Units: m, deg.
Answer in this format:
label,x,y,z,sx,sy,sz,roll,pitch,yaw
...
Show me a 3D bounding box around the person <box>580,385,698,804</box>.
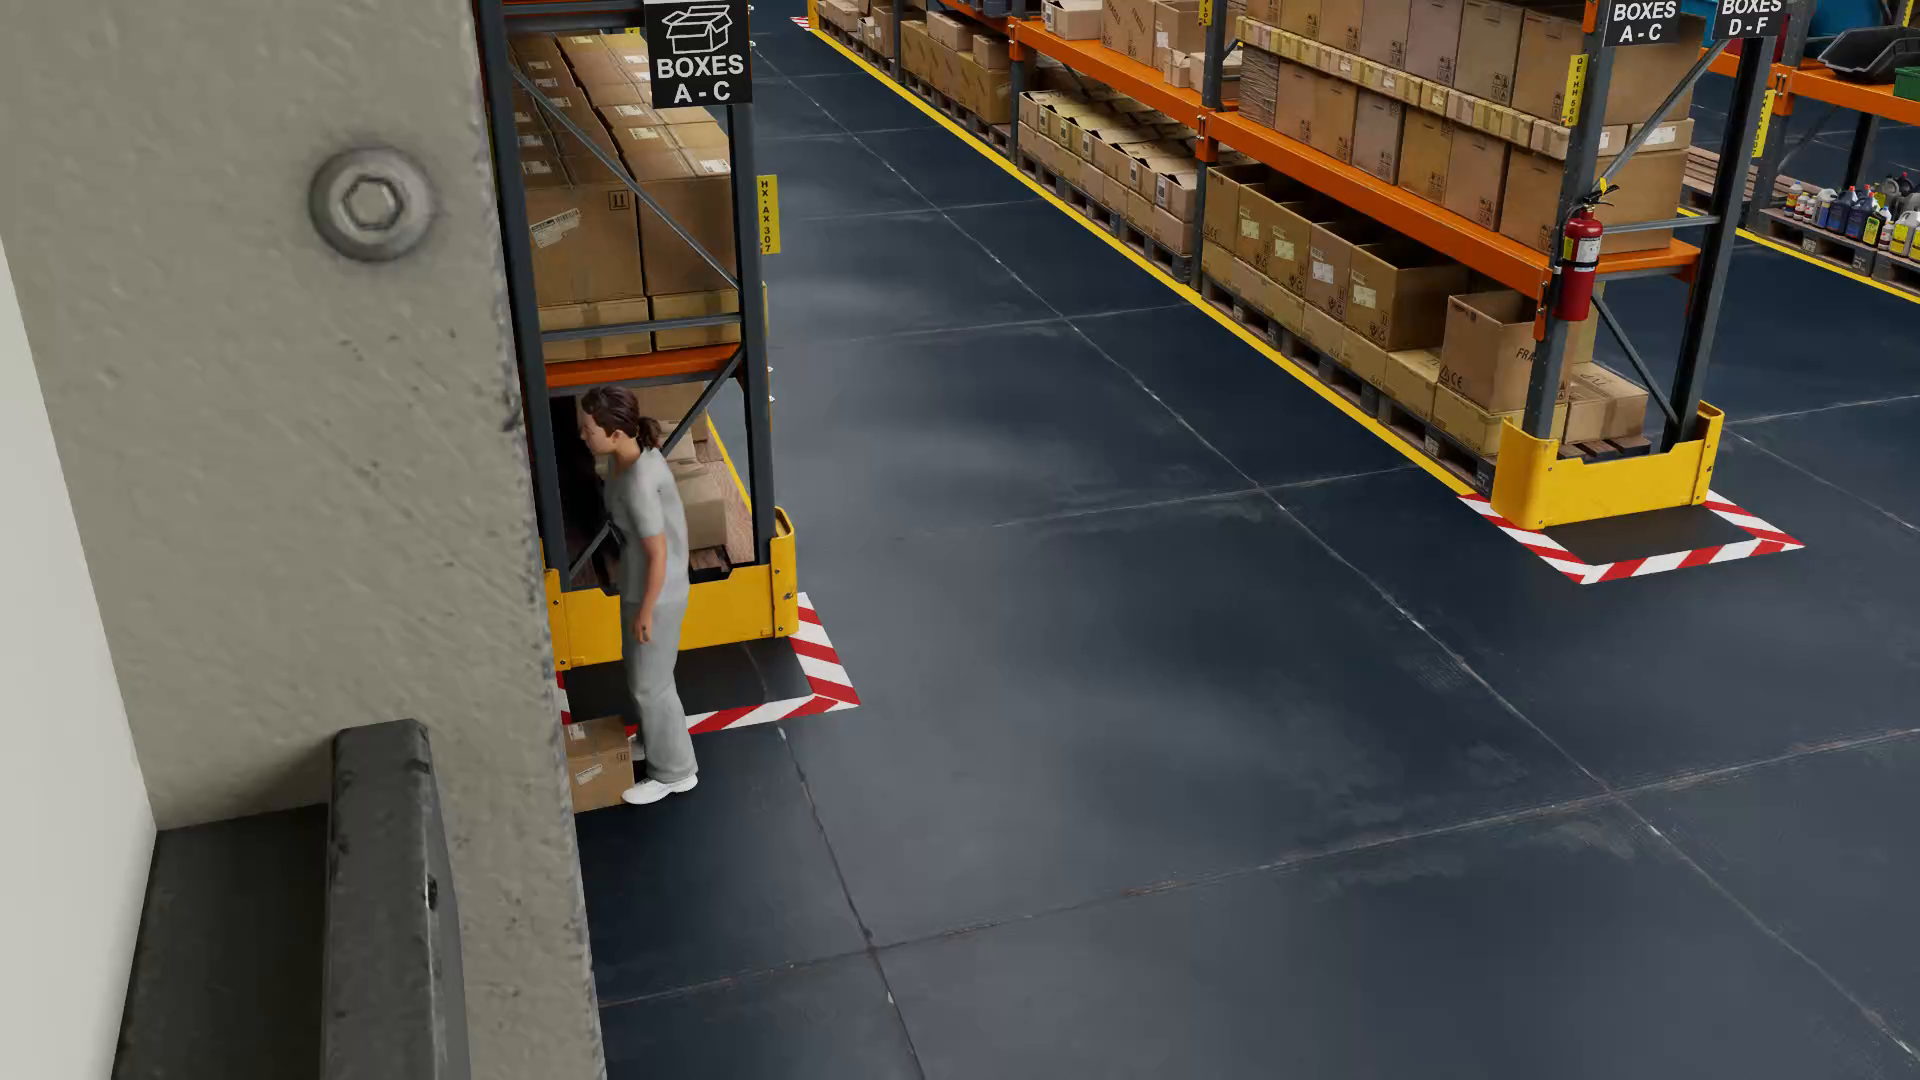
label,x,y,z,sx,sy,sz,roll,pitch,yaw
person,-1.187,0.193,6.228,0.354,1.673,0.490,-8,28,-16
